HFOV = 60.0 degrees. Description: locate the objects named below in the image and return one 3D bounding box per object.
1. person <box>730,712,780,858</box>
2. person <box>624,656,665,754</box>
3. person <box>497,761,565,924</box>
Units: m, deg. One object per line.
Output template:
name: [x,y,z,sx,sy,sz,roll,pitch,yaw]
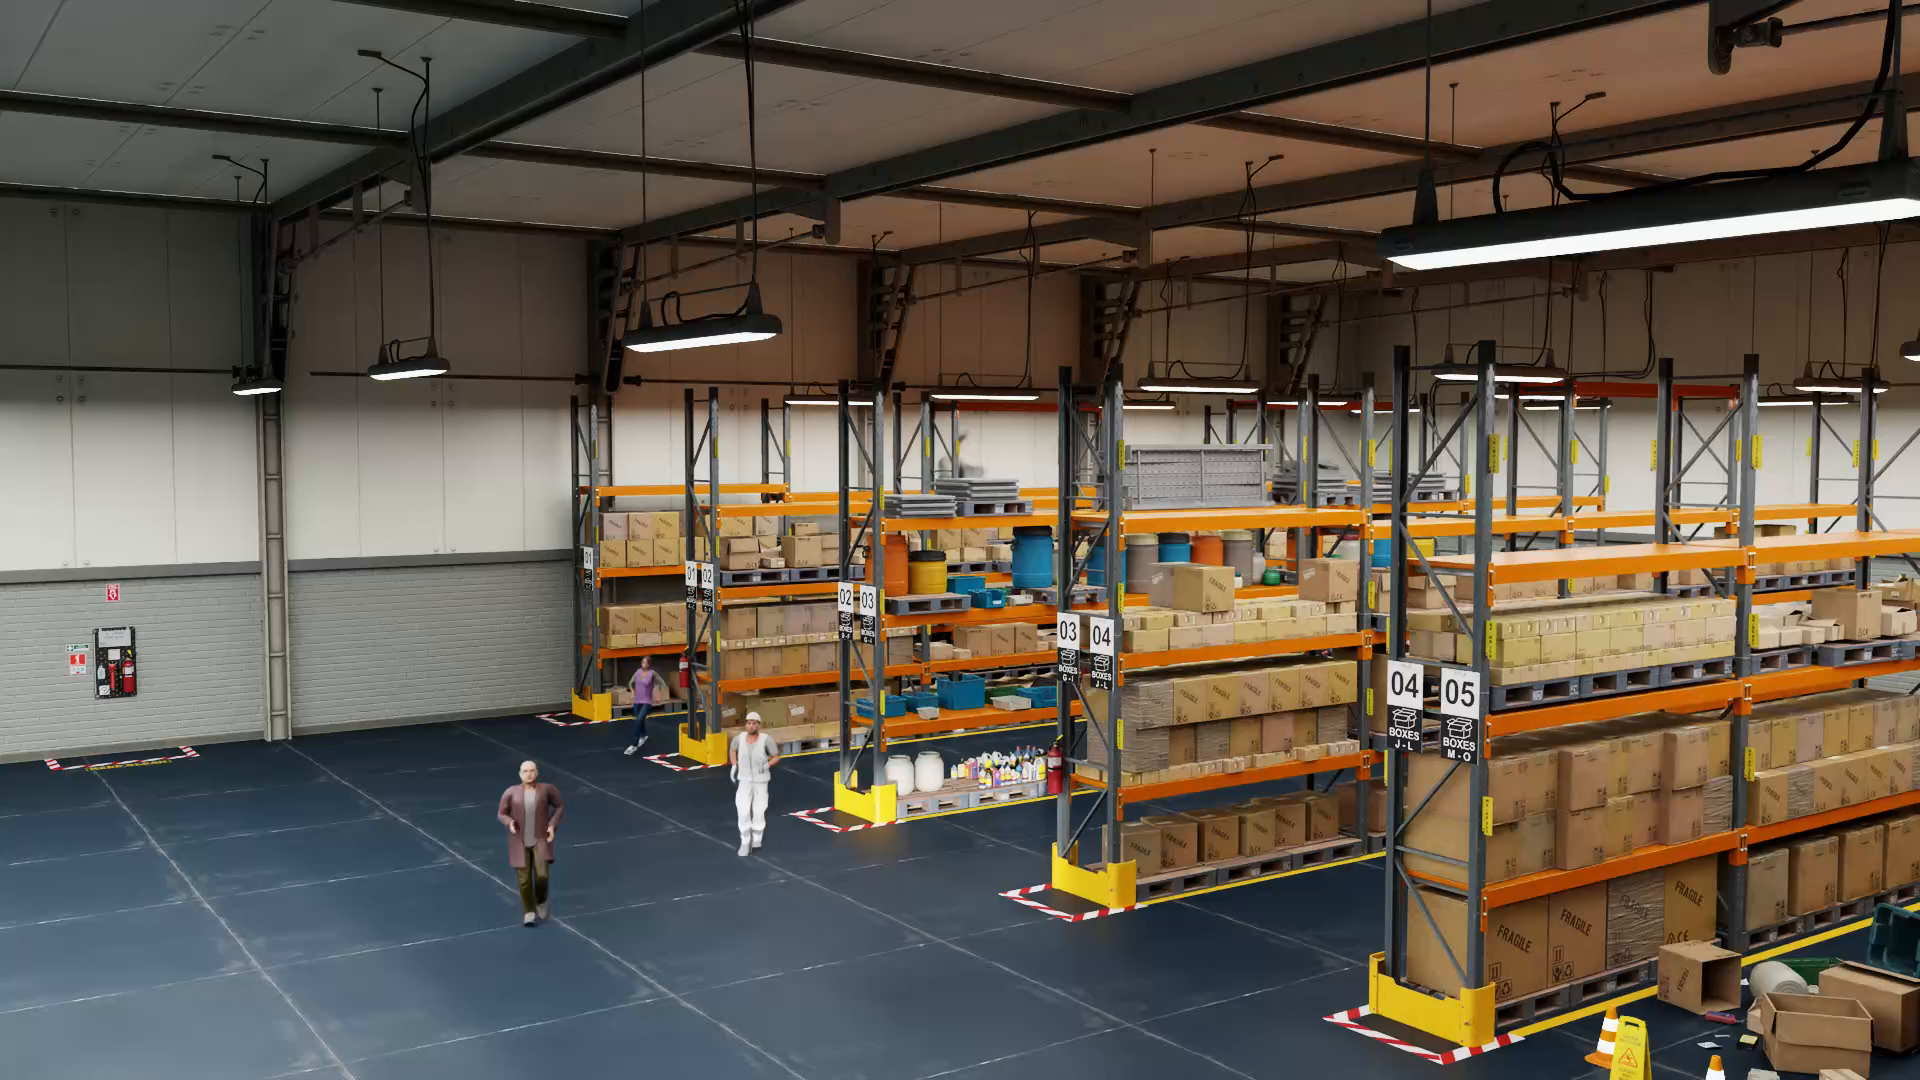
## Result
person: [-2.563,3.040,20.684,0.642,1.816,0.737,0,3,-2]
person: [-5.210,2.745,27.472,0.602,1.488,0.829,1,4,19]
person: [-4.553,3.222,17.647,0.698,1.734,0.634,-1,4,-12]
